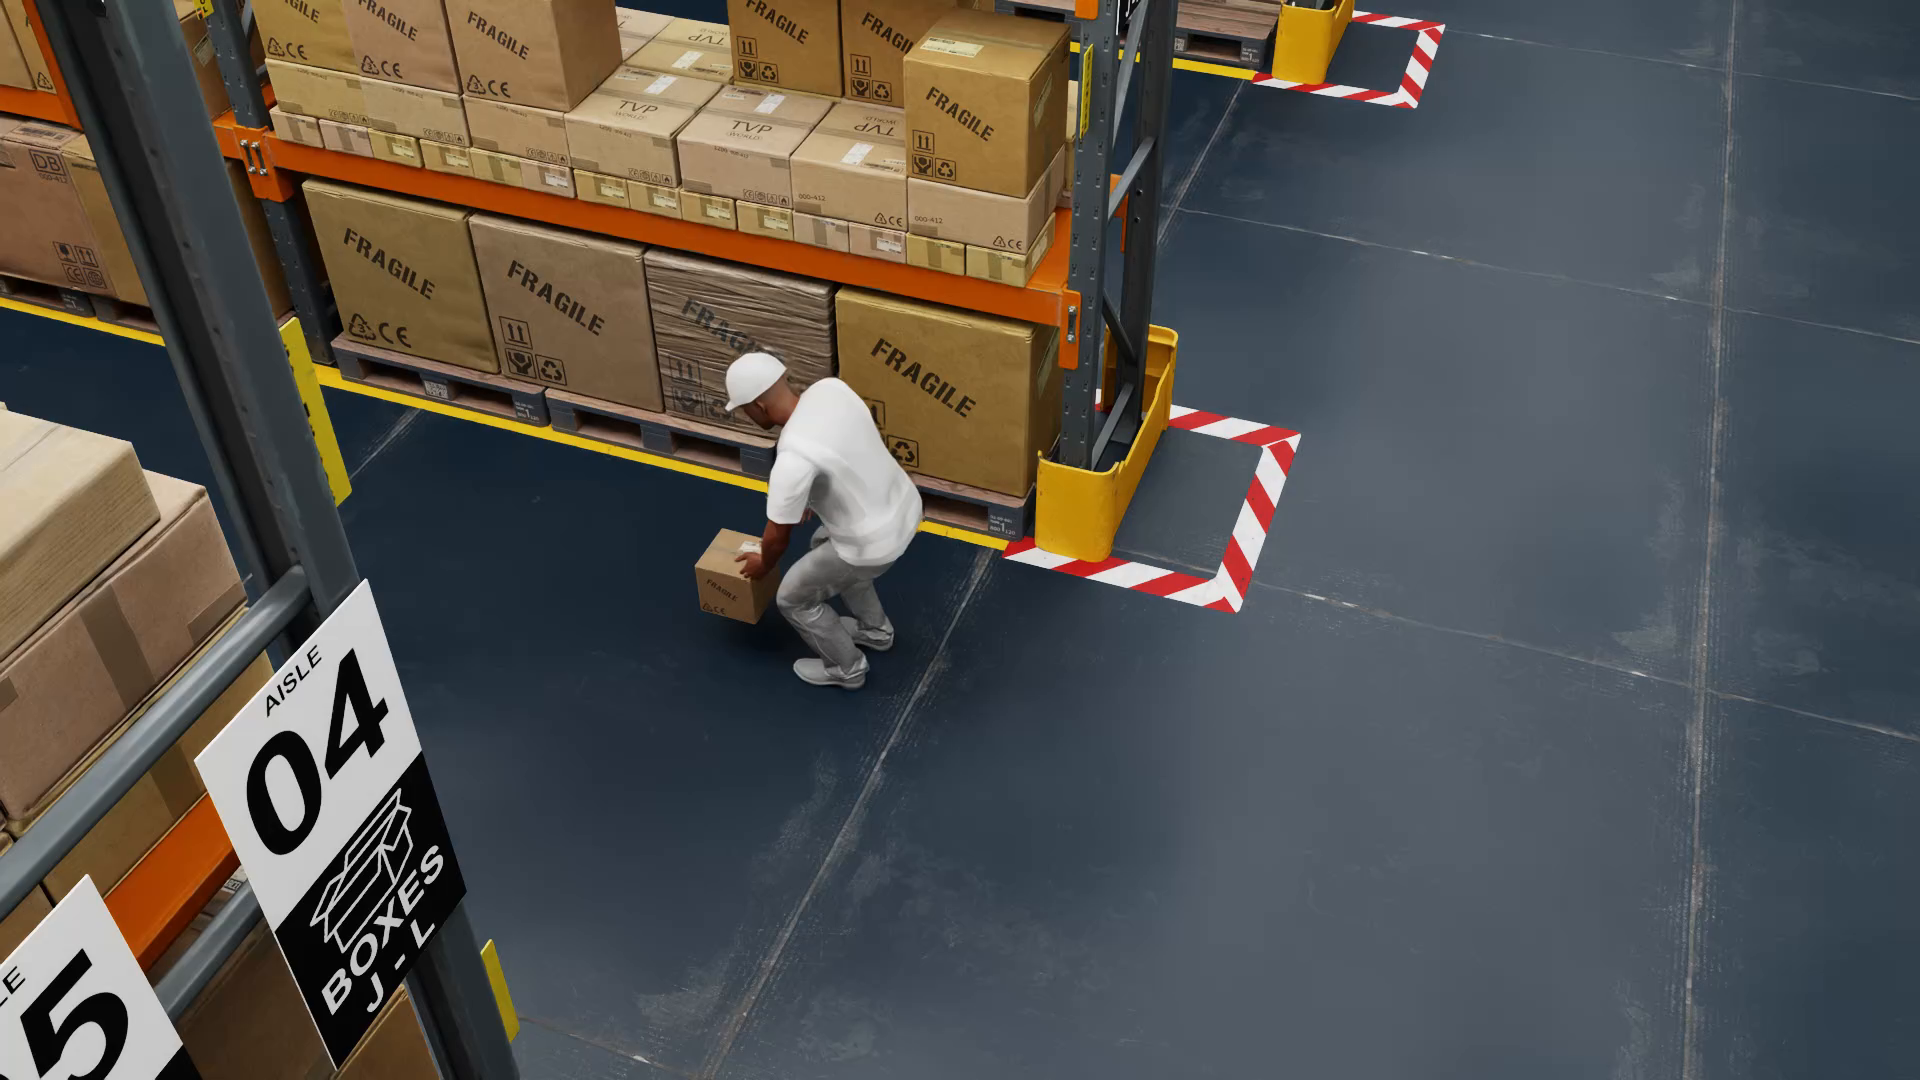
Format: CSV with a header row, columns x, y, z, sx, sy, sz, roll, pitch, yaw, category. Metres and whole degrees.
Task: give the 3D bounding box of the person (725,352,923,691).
x,y,z,sx,sy,sz,roll,pitch,yaw,category
-0.520,-0.053,6.411,0.708,1.490,0.629,14,43,15,person
